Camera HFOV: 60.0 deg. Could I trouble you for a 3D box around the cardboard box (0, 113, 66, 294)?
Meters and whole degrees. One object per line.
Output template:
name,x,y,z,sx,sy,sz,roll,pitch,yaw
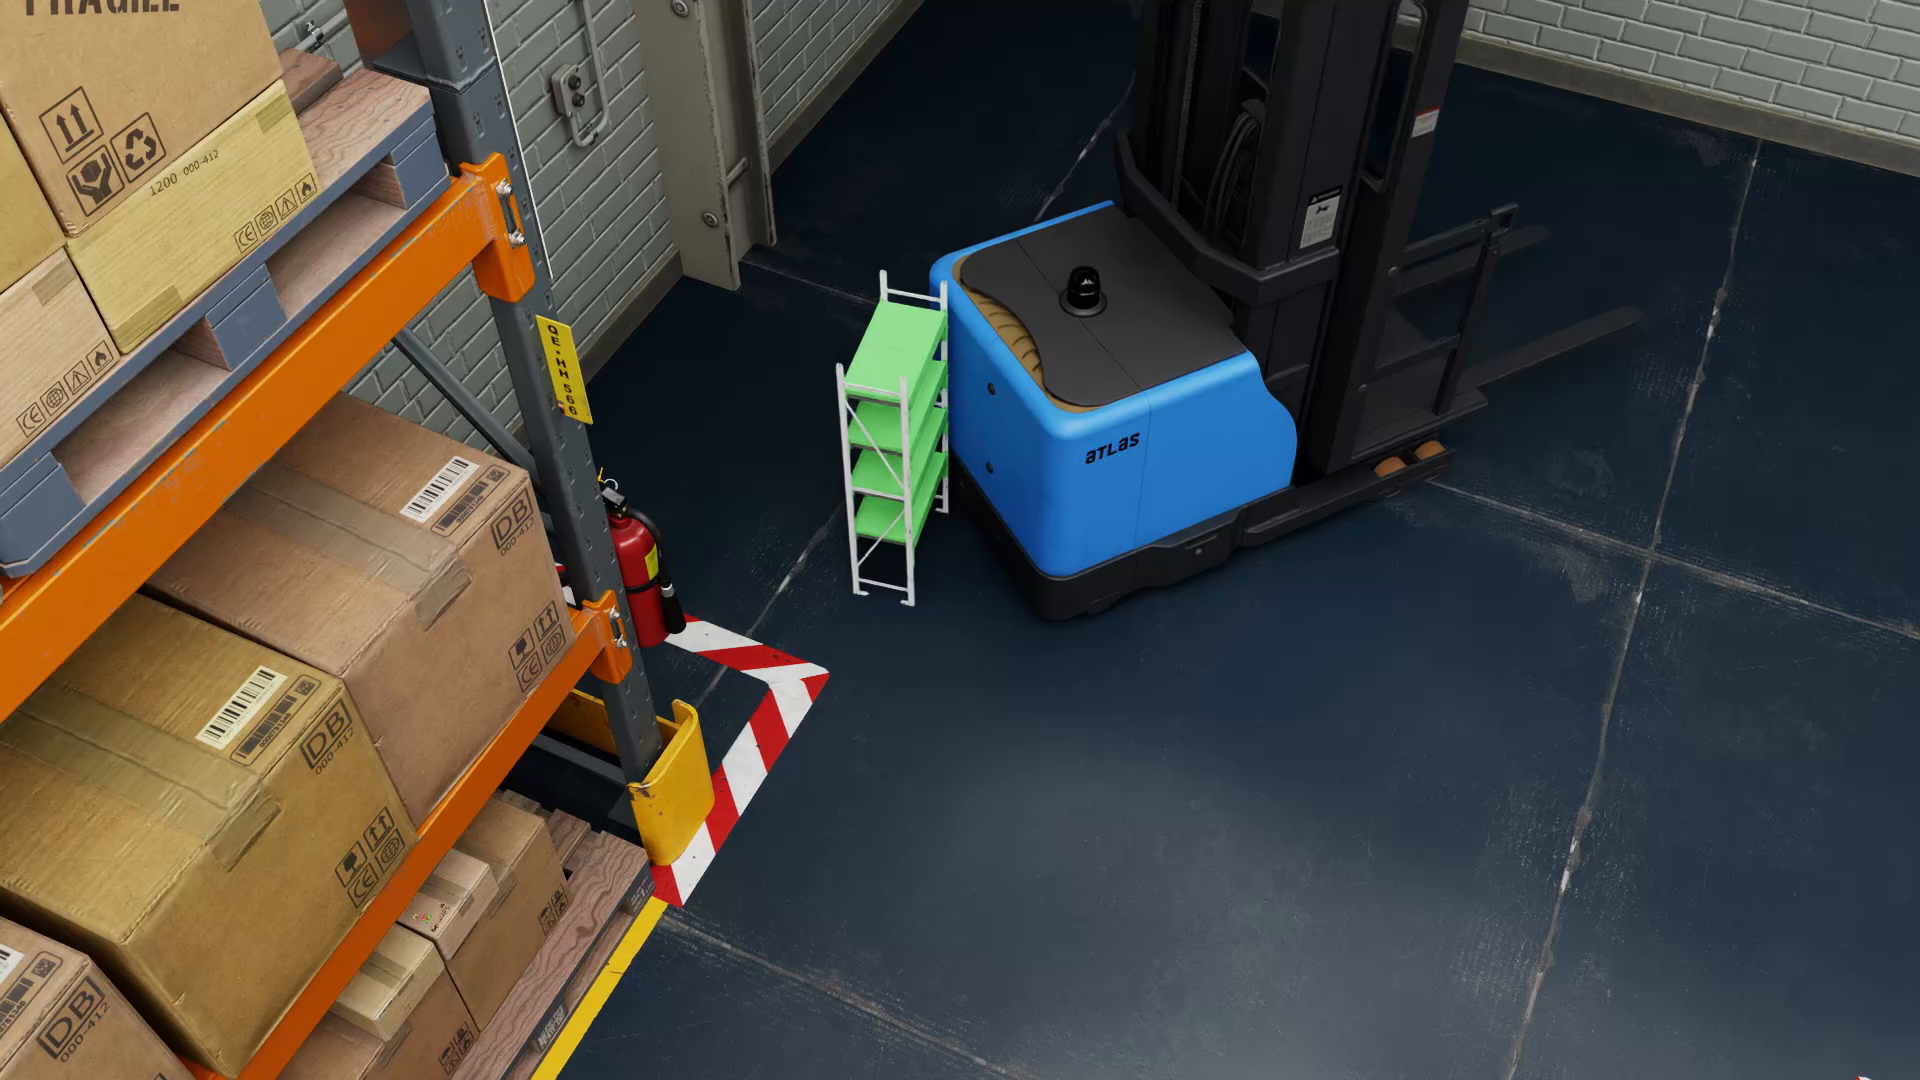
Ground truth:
cardboard box,-1.734,-0.545,2.354,0.500,0.500,0.500,21,53,17

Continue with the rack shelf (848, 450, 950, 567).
rack shelf,-0.227,-0.147,6.301,0.258,0.148,0.480,12,51,10

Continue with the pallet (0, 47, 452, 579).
pallet,-1.752,-0.573,3.172,1.003,0.211,1.213,20,52,16

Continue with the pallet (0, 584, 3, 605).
pallet,-2.272,0.270,2.454,1.003,0.211,1.213,20,52,16

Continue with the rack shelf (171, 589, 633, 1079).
rack shelf,-2.299,1.467,3.820,1.077,0.370,4.000,20,52,16

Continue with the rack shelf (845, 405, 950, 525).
rack shelf,-0.227,-0.302,6.118,0.258,0.148,0.480,12,51,10

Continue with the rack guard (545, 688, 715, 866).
rack guard,-1.434,0.650,5.684,1.175,0.500,0.348,20,52,16

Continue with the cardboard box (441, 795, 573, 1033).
cardboard box,-1.653,1.045,5.072,0.700,0.500,0.500,20,52,16

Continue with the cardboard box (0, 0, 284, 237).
cardboard box,-1.510,-0.886,2.644,0.500,0.500,0.500,20,52,16

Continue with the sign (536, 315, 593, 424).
sign,-0.959,-0.409,4.028,0.100,0.325,0.005,20,52,16

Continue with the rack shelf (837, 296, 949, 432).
rack shelf,-0.227,-0.613,5.753,0.258,0.148,0.480,12,51,10

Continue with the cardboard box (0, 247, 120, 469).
cardboard box,-1.738,-0.286,2.627,0.500,0.250,0.500,18,52,15

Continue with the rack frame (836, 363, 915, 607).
rack frame,-0.291,-0.164,5.917,0.240,1.200,0.015,12,51,10

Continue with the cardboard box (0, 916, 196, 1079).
cardboard box,-2.288,1.140,3.428,0.980,0.700,0.700,18,52,14

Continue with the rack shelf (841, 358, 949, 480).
rack shelf,-0.227,-0.458,5.936,0.258,0.148,0.480,12,51,10

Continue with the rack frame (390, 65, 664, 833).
rack frame,-1.444,-0.144,4.718,1.000,3.000,0.127,20,52,16

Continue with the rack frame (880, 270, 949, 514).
rack frame,-0.162,-0.523,6.222,0.240,1.200,0.015,12,51,10

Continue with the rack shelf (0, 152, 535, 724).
rack shelf,-2.299,0.495,2.677,1.077,0.370,4.000,20,52,16

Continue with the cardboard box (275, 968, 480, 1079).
cardboard box,-1.867,1.390,4.779,0.700,0.500,0.500,20,52,16

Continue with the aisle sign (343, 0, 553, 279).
aisle sign,-1.142,-0.938,3.687,0.394,0.787,0.004,20,52,16

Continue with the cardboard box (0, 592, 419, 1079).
cardboard box,-1.954,0.618,3.873,0.980,0.700,0.700,19,52,16

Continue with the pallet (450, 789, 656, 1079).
pallet,-1.715,1.336,5.290,1.003,0.211,1.213,20,52,16

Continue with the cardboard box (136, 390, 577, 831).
cardboard box,-1.653,0.114,4.302,0.980,0.700,0.700,22,53,18

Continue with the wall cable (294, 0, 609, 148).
wall cable,-1.752,-1.662,5.343,0.084,1.984,1.851,20,52,16

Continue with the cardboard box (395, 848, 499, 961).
cardboard box,-1.543,0.982,4.699,0.380,0.149,0.250,19,52,16

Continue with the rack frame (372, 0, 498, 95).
rack frame,-1.444,-2.088,2.433,1.000,3.000,0.127,20,52,16

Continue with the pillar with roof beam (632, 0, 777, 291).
pillar with roof beam,2.820,-2.828,3.063,9.100,9.000,0.400,20,52,16

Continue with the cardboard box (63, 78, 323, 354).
cardboard box,-1.517,-0.645,2.932,0.500,0.250,0.500,21,53,17

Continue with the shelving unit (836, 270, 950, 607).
shelving unit,-0.227,-0.344,6.070,0.258,1.200,0.503,12,51,10

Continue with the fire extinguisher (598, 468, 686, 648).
fire extinguisher,-0.962,0.049,4.850,0.296,0.674,0.183,20,52,16

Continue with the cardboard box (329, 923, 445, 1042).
cardboard box,-1.651,1.159,4.549,0.380,0.149,0.250,21,53,17

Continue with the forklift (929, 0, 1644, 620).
forklift,1.421,-1.460,5.883,3.031,2.935,1.130,-22,53,-17
